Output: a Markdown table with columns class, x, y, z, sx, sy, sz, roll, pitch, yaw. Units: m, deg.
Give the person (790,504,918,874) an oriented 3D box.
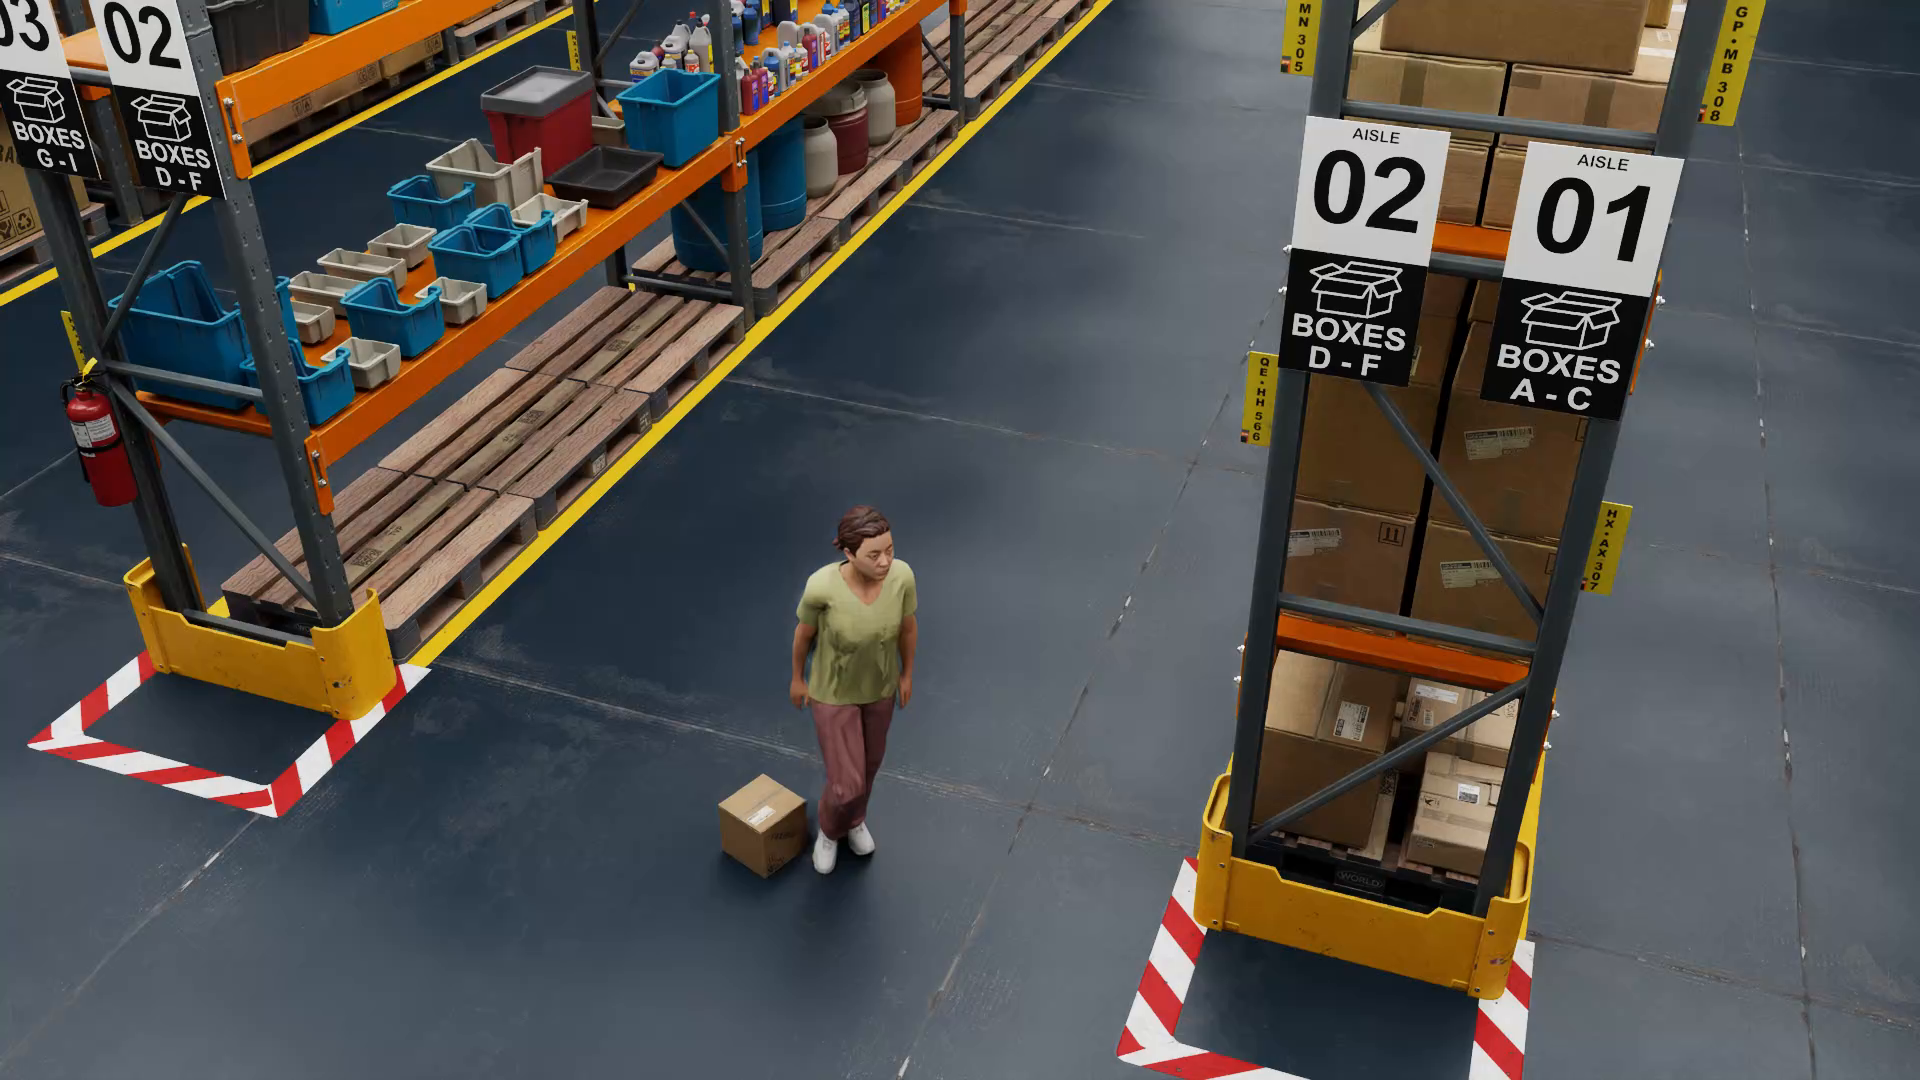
| class | x | y | z | sx | sy | sz | roll | pitch | yaw |
| --- | --- | --- | --- | --- | --- | --- | --- | --- | --- |
| person | -0.380 | 0.558 | 6.267 | 0.482 | 1.651 | 0.500 | -16 | 37 | -22 |
